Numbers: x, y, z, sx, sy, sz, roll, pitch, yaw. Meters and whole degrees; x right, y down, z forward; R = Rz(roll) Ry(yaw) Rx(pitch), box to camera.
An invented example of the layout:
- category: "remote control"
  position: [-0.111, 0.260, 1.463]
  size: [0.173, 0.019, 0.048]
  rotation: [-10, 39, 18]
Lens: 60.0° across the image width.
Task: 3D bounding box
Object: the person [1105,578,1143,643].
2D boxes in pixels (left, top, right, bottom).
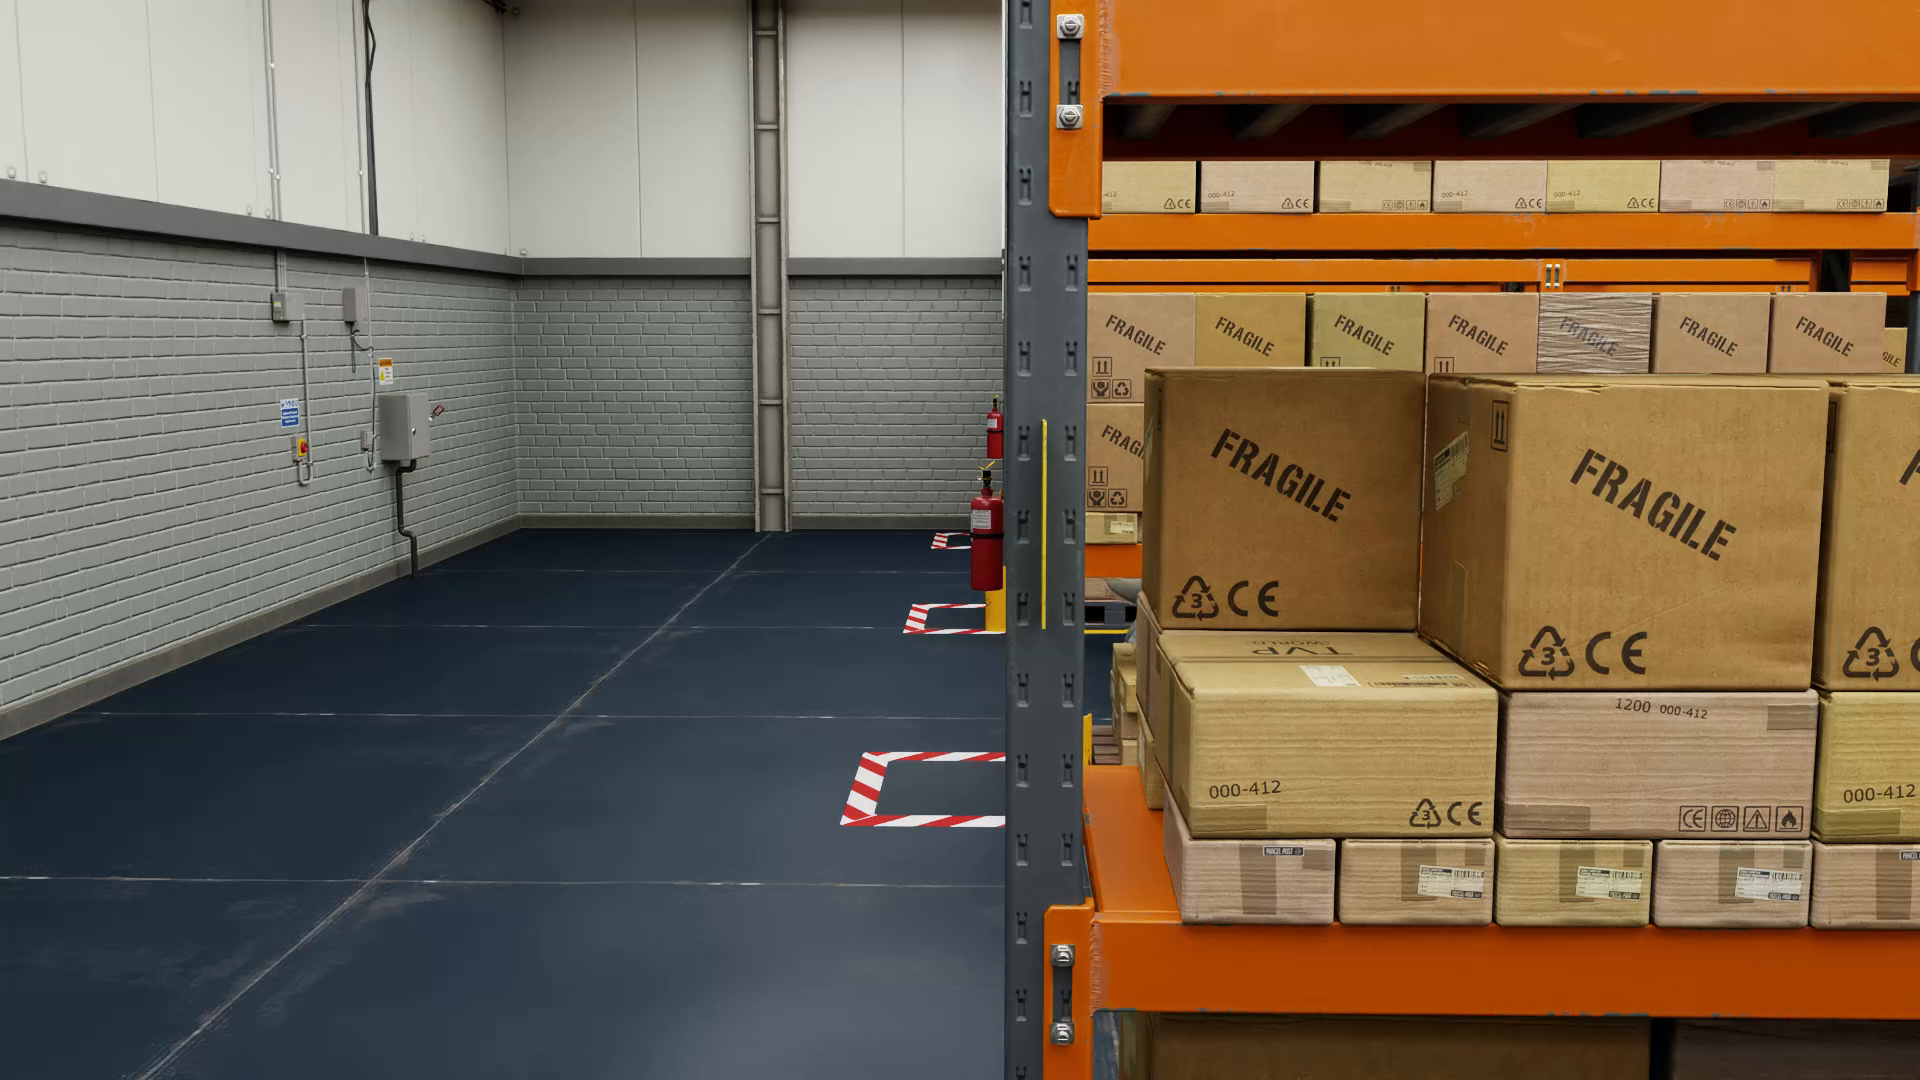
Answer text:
- category: "person"
  position: [1.469, 0.262, 11.886]
  size: [0.934, 1.075, 0.571]
  rotation: [0, 7, 1]
